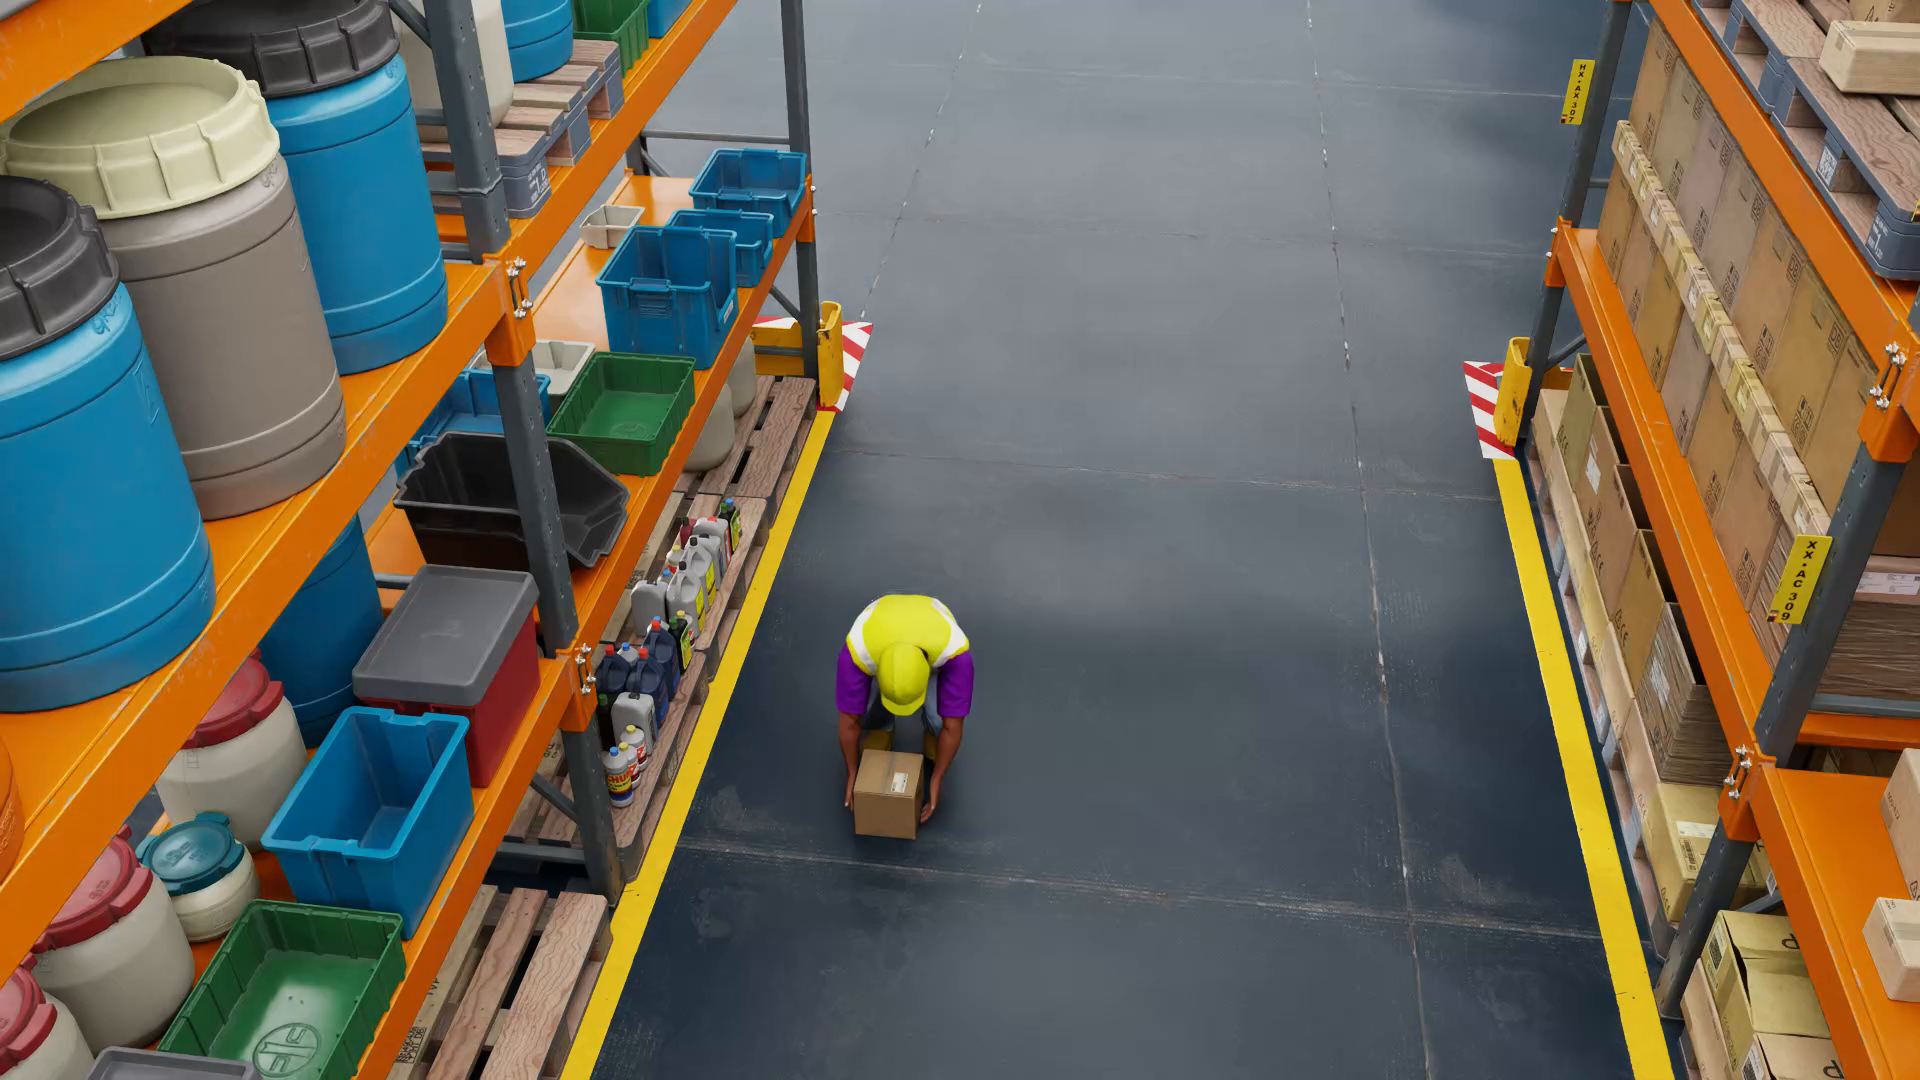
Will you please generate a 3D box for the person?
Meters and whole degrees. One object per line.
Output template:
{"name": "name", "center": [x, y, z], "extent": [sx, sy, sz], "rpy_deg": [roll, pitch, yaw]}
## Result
{"name": "person", "center": [-0.208, 0.590, 6.948], "extent": [0.561, 0.902, 0.896], "rpy_deg": [5, 36, 6]}
